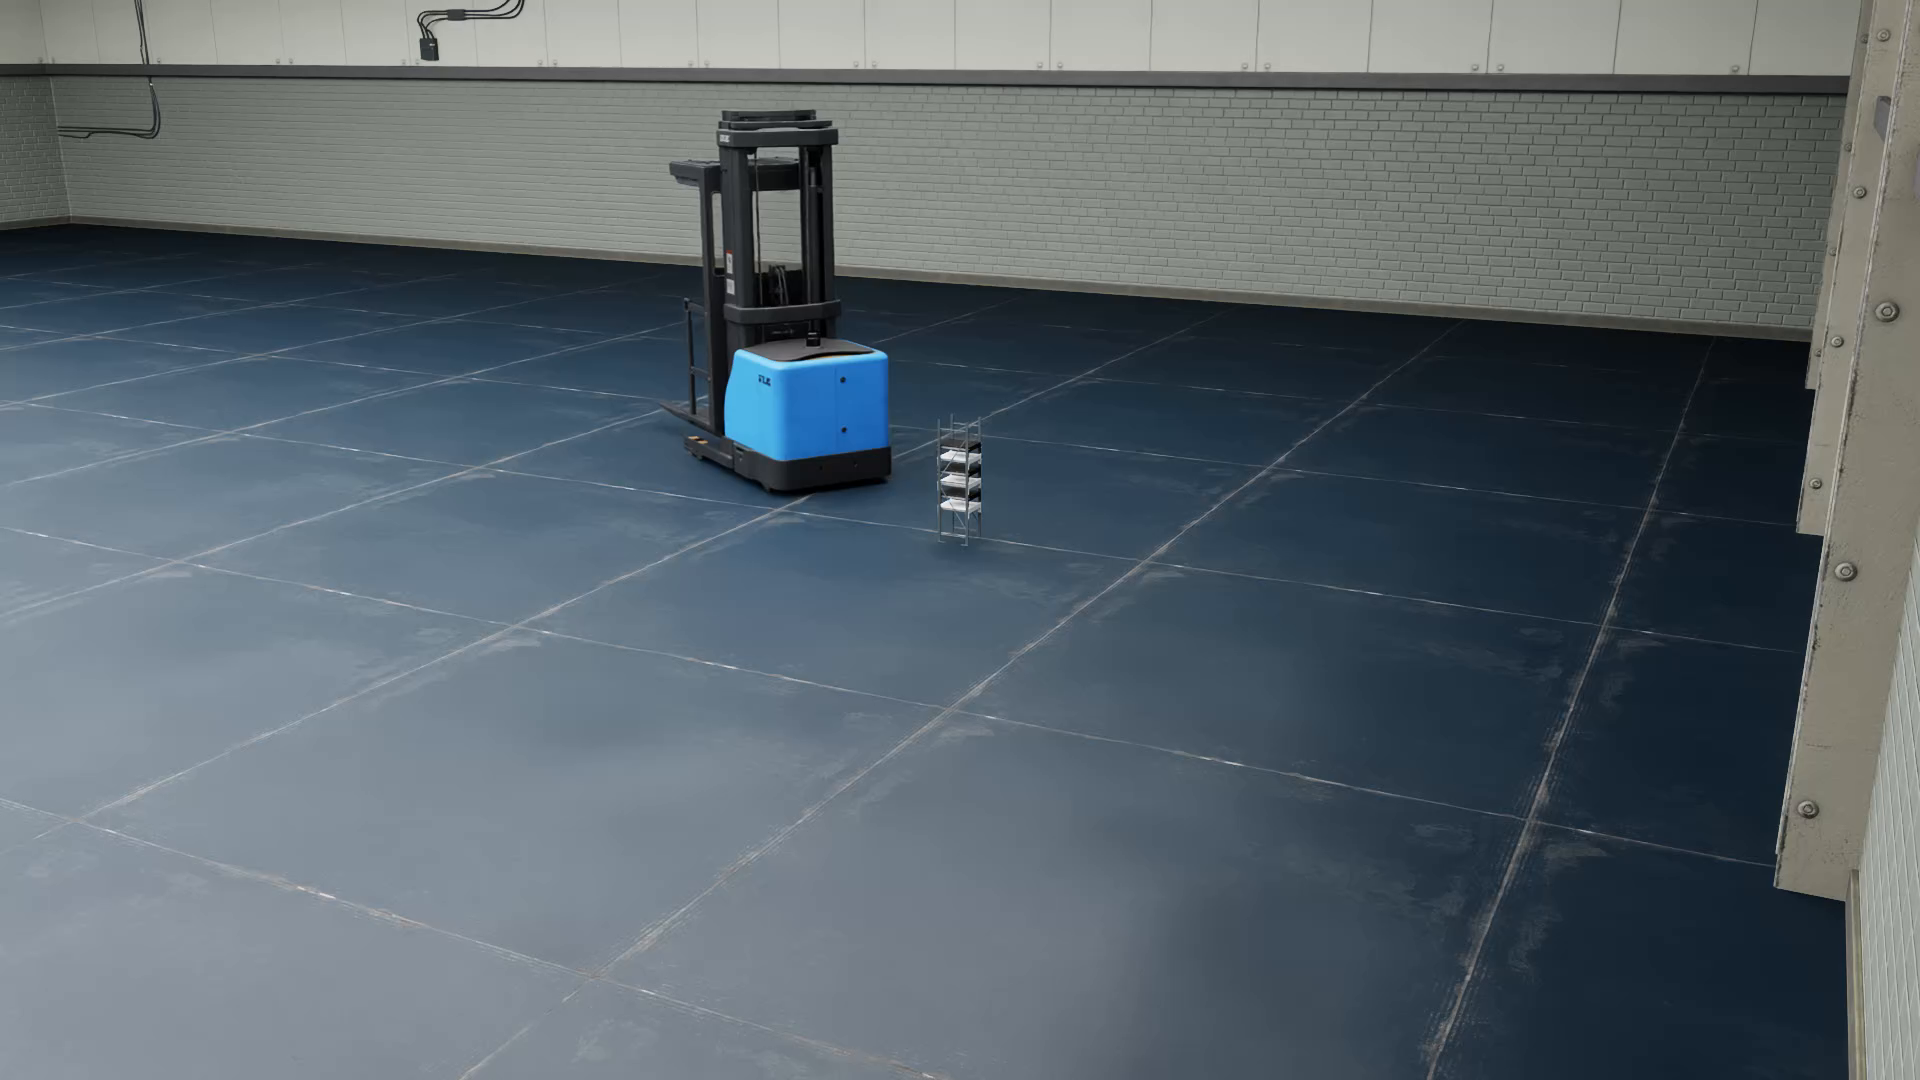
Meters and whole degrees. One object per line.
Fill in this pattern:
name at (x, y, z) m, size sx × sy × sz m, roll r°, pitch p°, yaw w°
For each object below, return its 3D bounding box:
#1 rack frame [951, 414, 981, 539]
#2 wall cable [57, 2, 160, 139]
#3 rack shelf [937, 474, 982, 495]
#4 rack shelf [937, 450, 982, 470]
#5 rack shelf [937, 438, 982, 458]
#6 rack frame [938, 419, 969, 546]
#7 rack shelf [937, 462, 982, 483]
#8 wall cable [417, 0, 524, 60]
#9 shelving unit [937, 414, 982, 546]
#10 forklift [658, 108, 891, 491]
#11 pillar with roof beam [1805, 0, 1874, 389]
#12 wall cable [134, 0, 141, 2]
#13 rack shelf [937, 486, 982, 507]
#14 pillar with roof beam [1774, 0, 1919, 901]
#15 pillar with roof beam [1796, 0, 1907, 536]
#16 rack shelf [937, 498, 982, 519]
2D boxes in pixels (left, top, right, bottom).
rack frame at (0.042, -0.455, 11.976) m, size 0.240 × 0.900 × 0.006 m, roll 8°, pitch 18°, yaw 25°
wall cable at (-16.638, -9.028, 32.068) m, size 3.097 × 2.526 × 0.112 m, roll 8°, pitch 18°, yaw 25°
rack shelf at (-0.004, -0.397, 11.899) m, size 0.258 × 0.077 × 0.200 m, roll 8°, pitch 18°, yaw 25°
rack shelf at (-0.004, -0.570, 11.848) m, size 0.258 × 0.077 × 0.200 m, roll 8°, pitch 18°, yaw 25°
rack shelf at (-0.004, -0.656, 11.822) m, size 0.258 × 0.077 × 0.200 m, roll 8°, pitch 18°, yaw 25°
rack frame at (-0.049, -0.403, 11.802) m, size 0.240 × 0.900 × 0.006 m, roll 8°, pitch 18°, yaw 25°
rack shelf at (-0.004, -0.484, 11.873) m, size 0.258 × 0.077 × 0.200 m, roll 8°, pitch 18°, yaw 25°
wall cable at (-8.152, -10.935, 27.062) m, size 2.305 × 6.003 × 0.169 m, roll 8°, pitch 18°, yaw 25°
shelving unit at (-0.004, -0.429, 11.889) m, size 0.258 × 0.900 × 0.210 m, roll 8°, pitch 18°, yaw 25°
forklift at (-1.755, -2.160, 14.150) m, size 1.130 × 2.935 × 3.031 m, roll -10°, pitch 19°, yaw -30°
pillar with roof beam at (5.192, -6.474, 18.017) m, size 9.100 × 9.000 × 0.400 m, roll 8°, pitch 18°, yaw 25°
wall cable at (-14.217, -11.105, 30.190) m, size 3.097 × 2.526 × 0.112 m, roll 8°, pitch 18°, yaw 25°
rack shelf at (-0.004, -0.311, 11.924) m, size 0.258 × 0.077 × 0.200 m, roll 8°, pitch 18°, yaw 25°
pillar with roof beam at (-0.170, -3.418, 7.726) m, size 9.100 × 9.000 × 0.400 m, roll 8°, pitch 18°, yaw 25°
pillar with roof beam at (2.511, -4.946, 12.872) m, size 9.100 × 9.000 × 0.400 m, roll 8°, pitch 18°, yaw 25°
rack shelf at (-0.004, -0.225, 11.950) m, size 0.258 × 0.077 × 0.200 m, roll 8°, pitch 18°, yaw 25°
